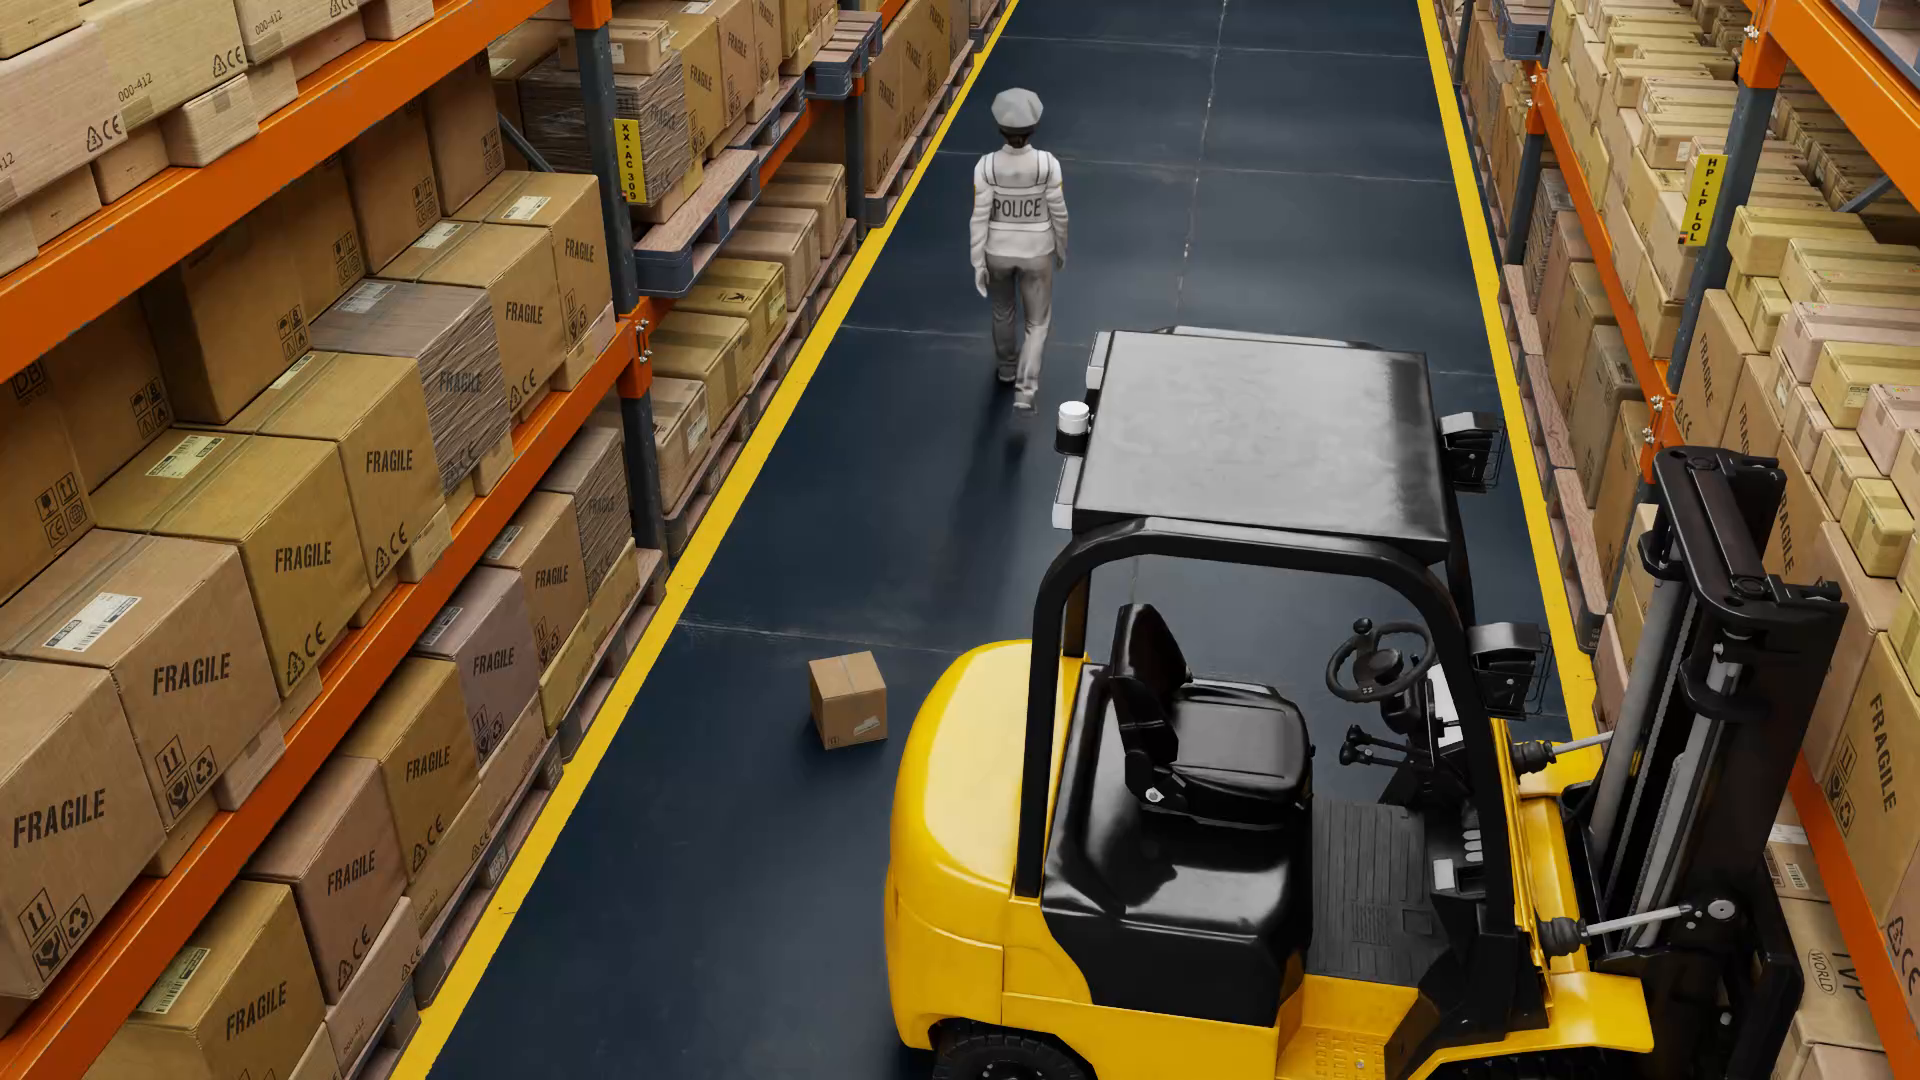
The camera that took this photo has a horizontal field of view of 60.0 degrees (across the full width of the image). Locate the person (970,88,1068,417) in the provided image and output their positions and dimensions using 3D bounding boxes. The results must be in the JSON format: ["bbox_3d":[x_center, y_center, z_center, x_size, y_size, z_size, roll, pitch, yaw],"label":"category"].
[{"bbox_3d":[0.295,-1.438,8.347,0.479,1.647,0.938,4,33,6],"label":"person"}]
